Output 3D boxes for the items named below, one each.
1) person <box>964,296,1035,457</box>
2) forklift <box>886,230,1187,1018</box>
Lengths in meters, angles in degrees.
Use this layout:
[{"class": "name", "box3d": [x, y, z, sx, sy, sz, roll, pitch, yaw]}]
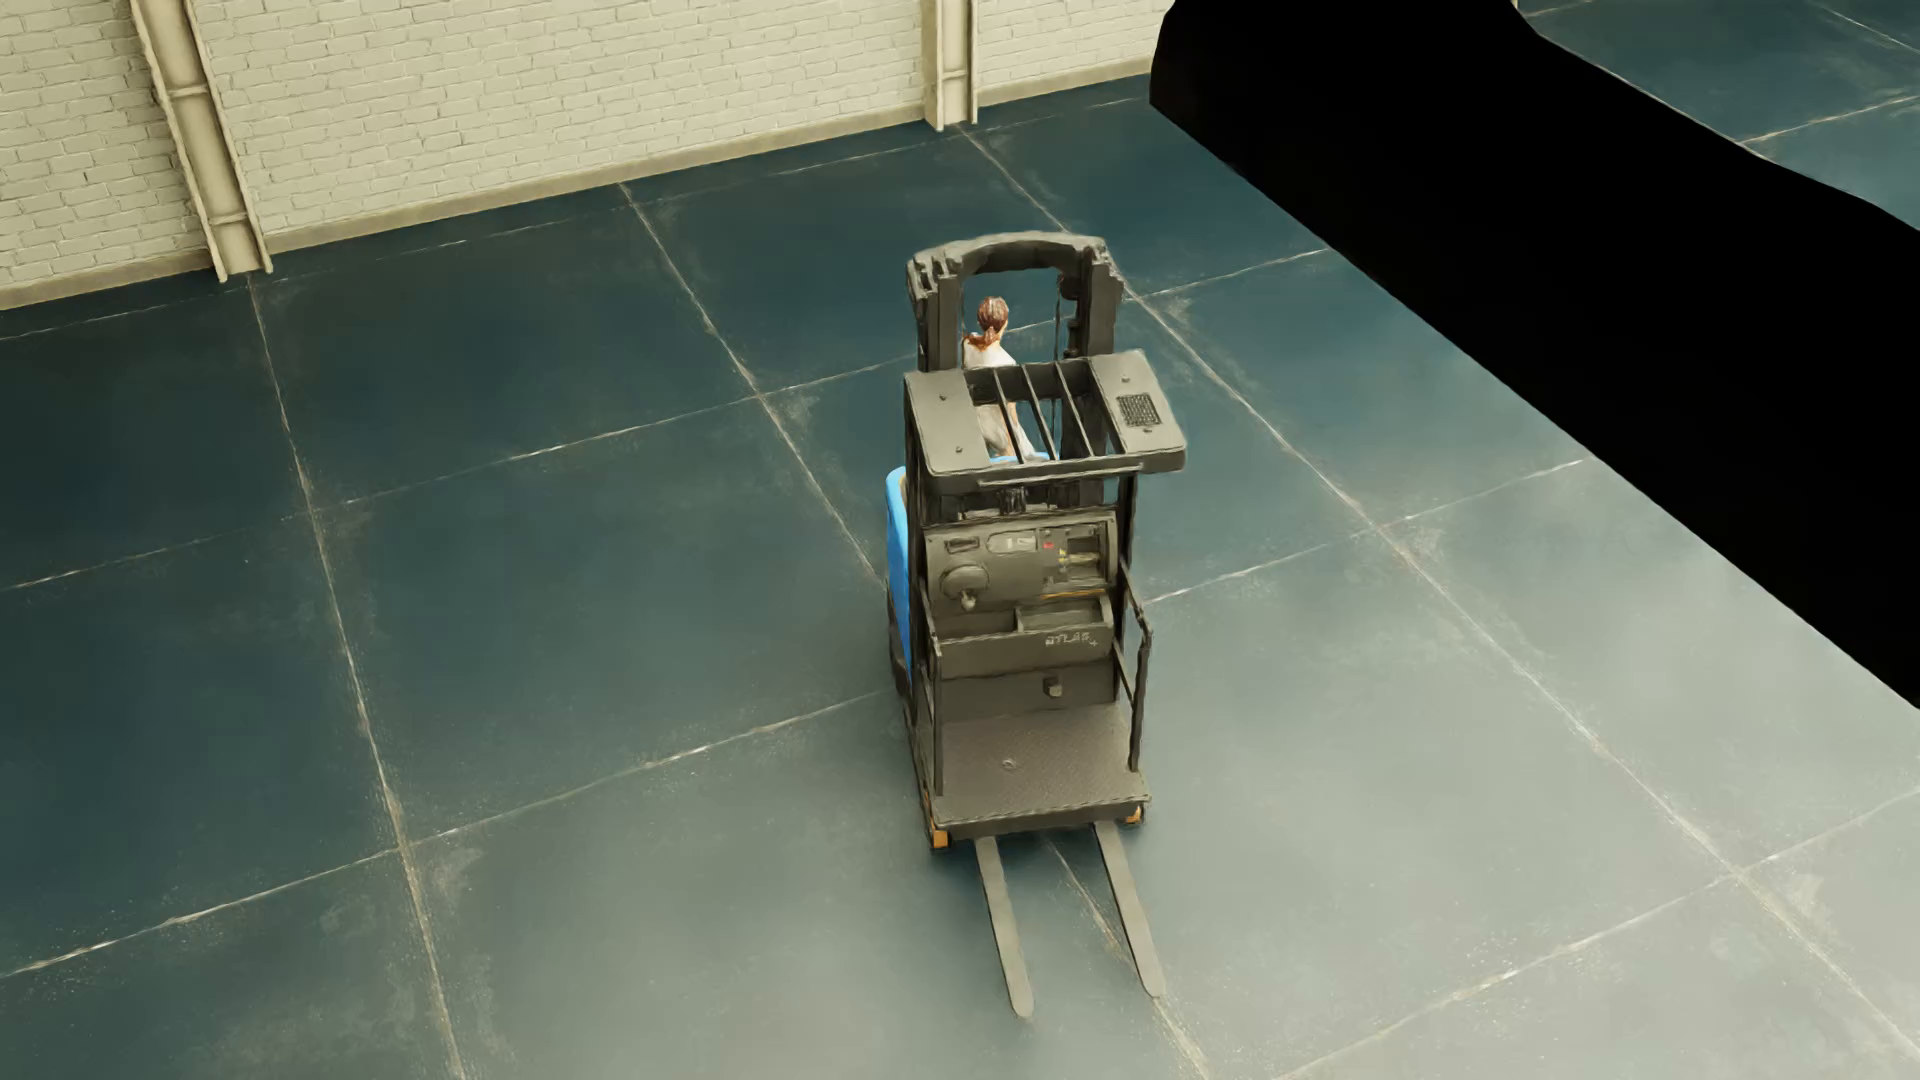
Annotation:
[{"class": "person", "box3d": [0.288, -0.742, 9.927, 0.871, 1.629, 0.573, -26, 46, -27]}, {"class": "forklift", "box3d": [0.336, 0.180, 7.800, 1.130, 2.935, 3.031, -6, 40, -8]}]
